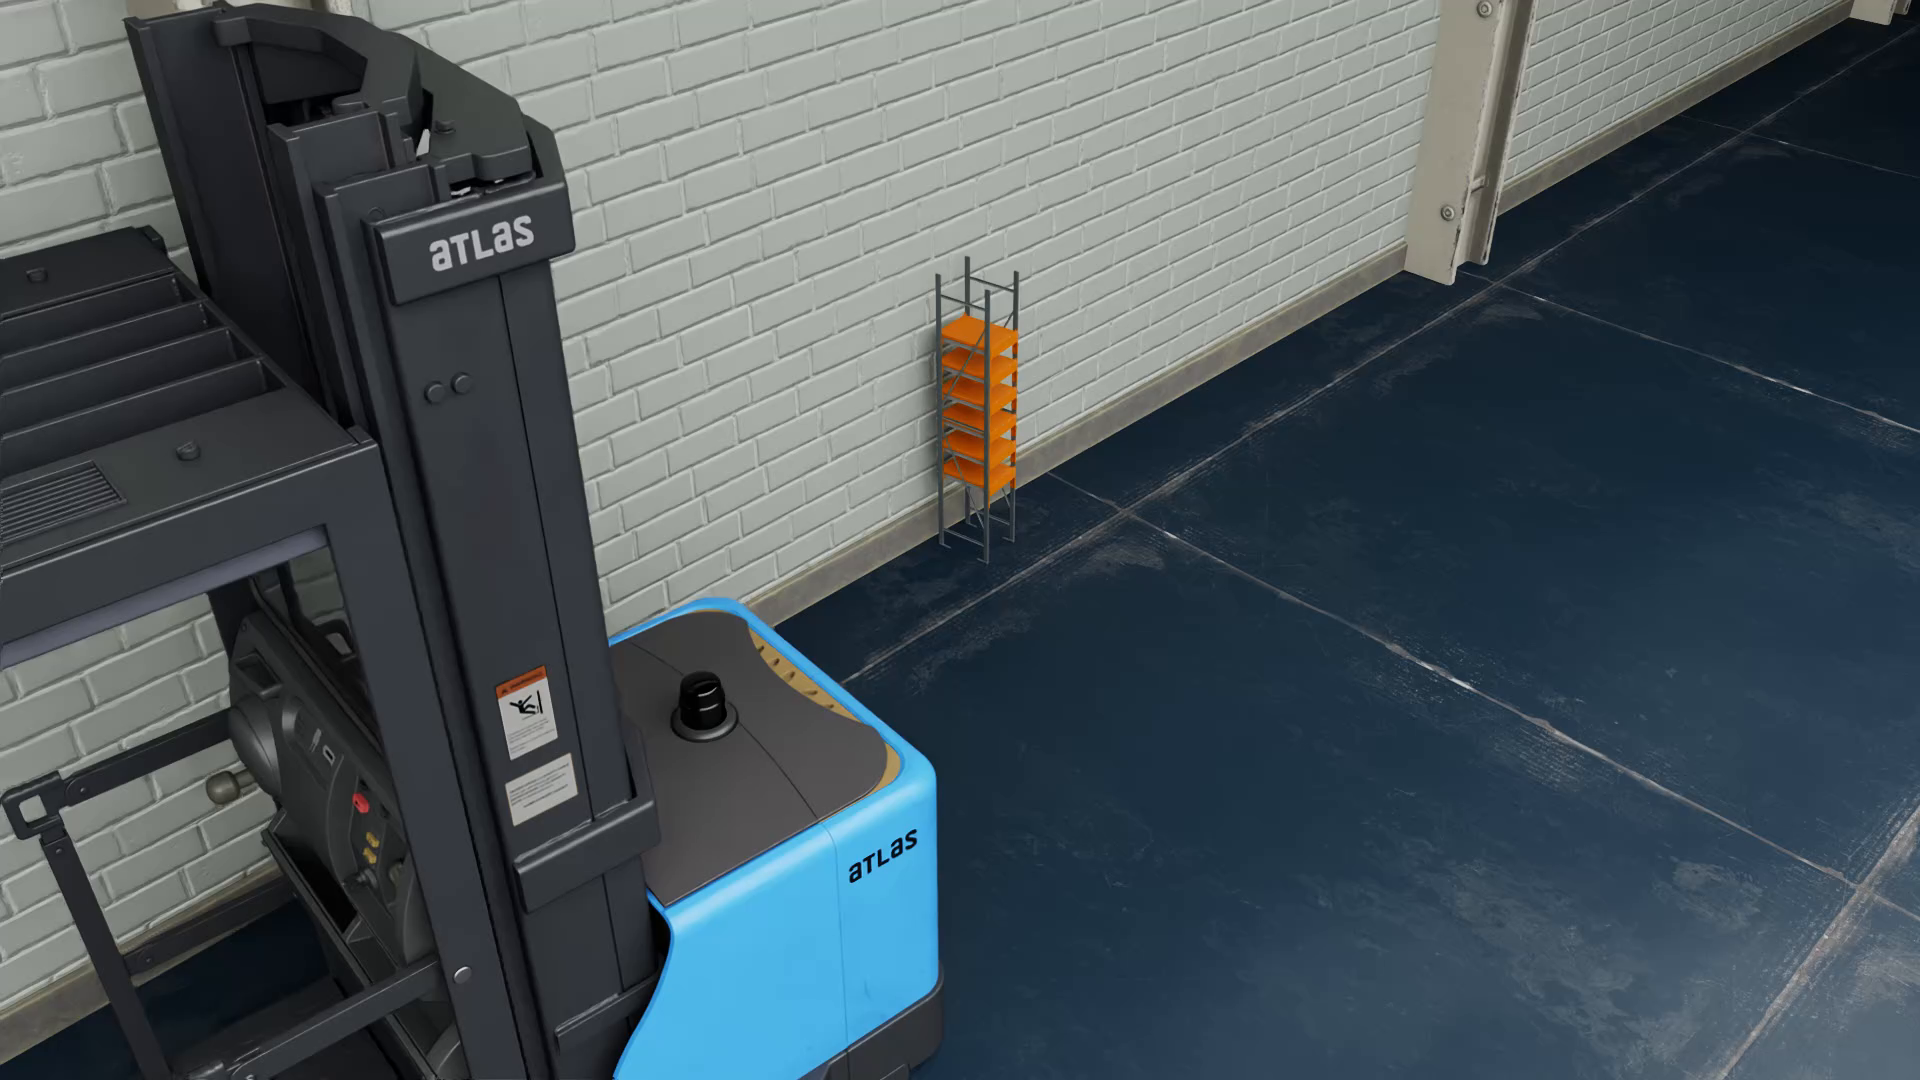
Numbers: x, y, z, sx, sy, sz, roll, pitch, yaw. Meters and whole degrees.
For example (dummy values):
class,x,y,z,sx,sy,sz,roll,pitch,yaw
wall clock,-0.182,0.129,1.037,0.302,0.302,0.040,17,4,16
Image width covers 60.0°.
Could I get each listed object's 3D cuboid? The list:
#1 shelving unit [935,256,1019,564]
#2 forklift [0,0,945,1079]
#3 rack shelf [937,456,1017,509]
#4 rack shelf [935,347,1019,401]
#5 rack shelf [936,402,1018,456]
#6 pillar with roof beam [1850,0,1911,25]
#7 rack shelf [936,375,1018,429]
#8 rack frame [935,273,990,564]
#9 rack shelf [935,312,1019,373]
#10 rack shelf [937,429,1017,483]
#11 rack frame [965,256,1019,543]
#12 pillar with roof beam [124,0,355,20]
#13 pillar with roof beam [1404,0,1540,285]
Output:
class,x,y,z,sx,sy,sz,roll,pitch,yaw
shelving unit,0.065,-0.479,6.387,0.258,1.200,0.189,22,41,29
forklift,-1.499,0.564,3.379,3.031,2.935,1.130,-25,42,-32
rack shelf,0.066,-0.246,6.550,0.258,0.103,0.180,22,41,29
rack shelf,0.065,-0.639,6.275,0.258,0.103,0.180,22,41,29
rack shelf,0.065,-0.442,6.412,0.258,0.103,0.180,22,41,29
pillar with roof beam,9.855,-5.857,7.281,9.100,9.000,0.400,30,45,35
rack shelf,0.065,-0.541,6.344,0.258,0.103,0.180,22,41,29
rack frame,0.012,-0.436,6.326,0.240,1.200,0.006,22,41,29
rack shelf,0.064,-0.738,6.206,0.258,0.103,0.180,22,41,29
rack shelf,0.066,-0.344,6.481,0.258,0.103,0.180,22,41,29
rack frame,0.119,-0.522,6.448,0.240,1.200,0.006,22,41,29
pillar with roof beam,1.400,-0.985,0.296,9.100,9.000,0.400,30,45,35
pillar with roof beam,5.627,-3.421,3.788,9.100,9.000,0.400,30,45,35
